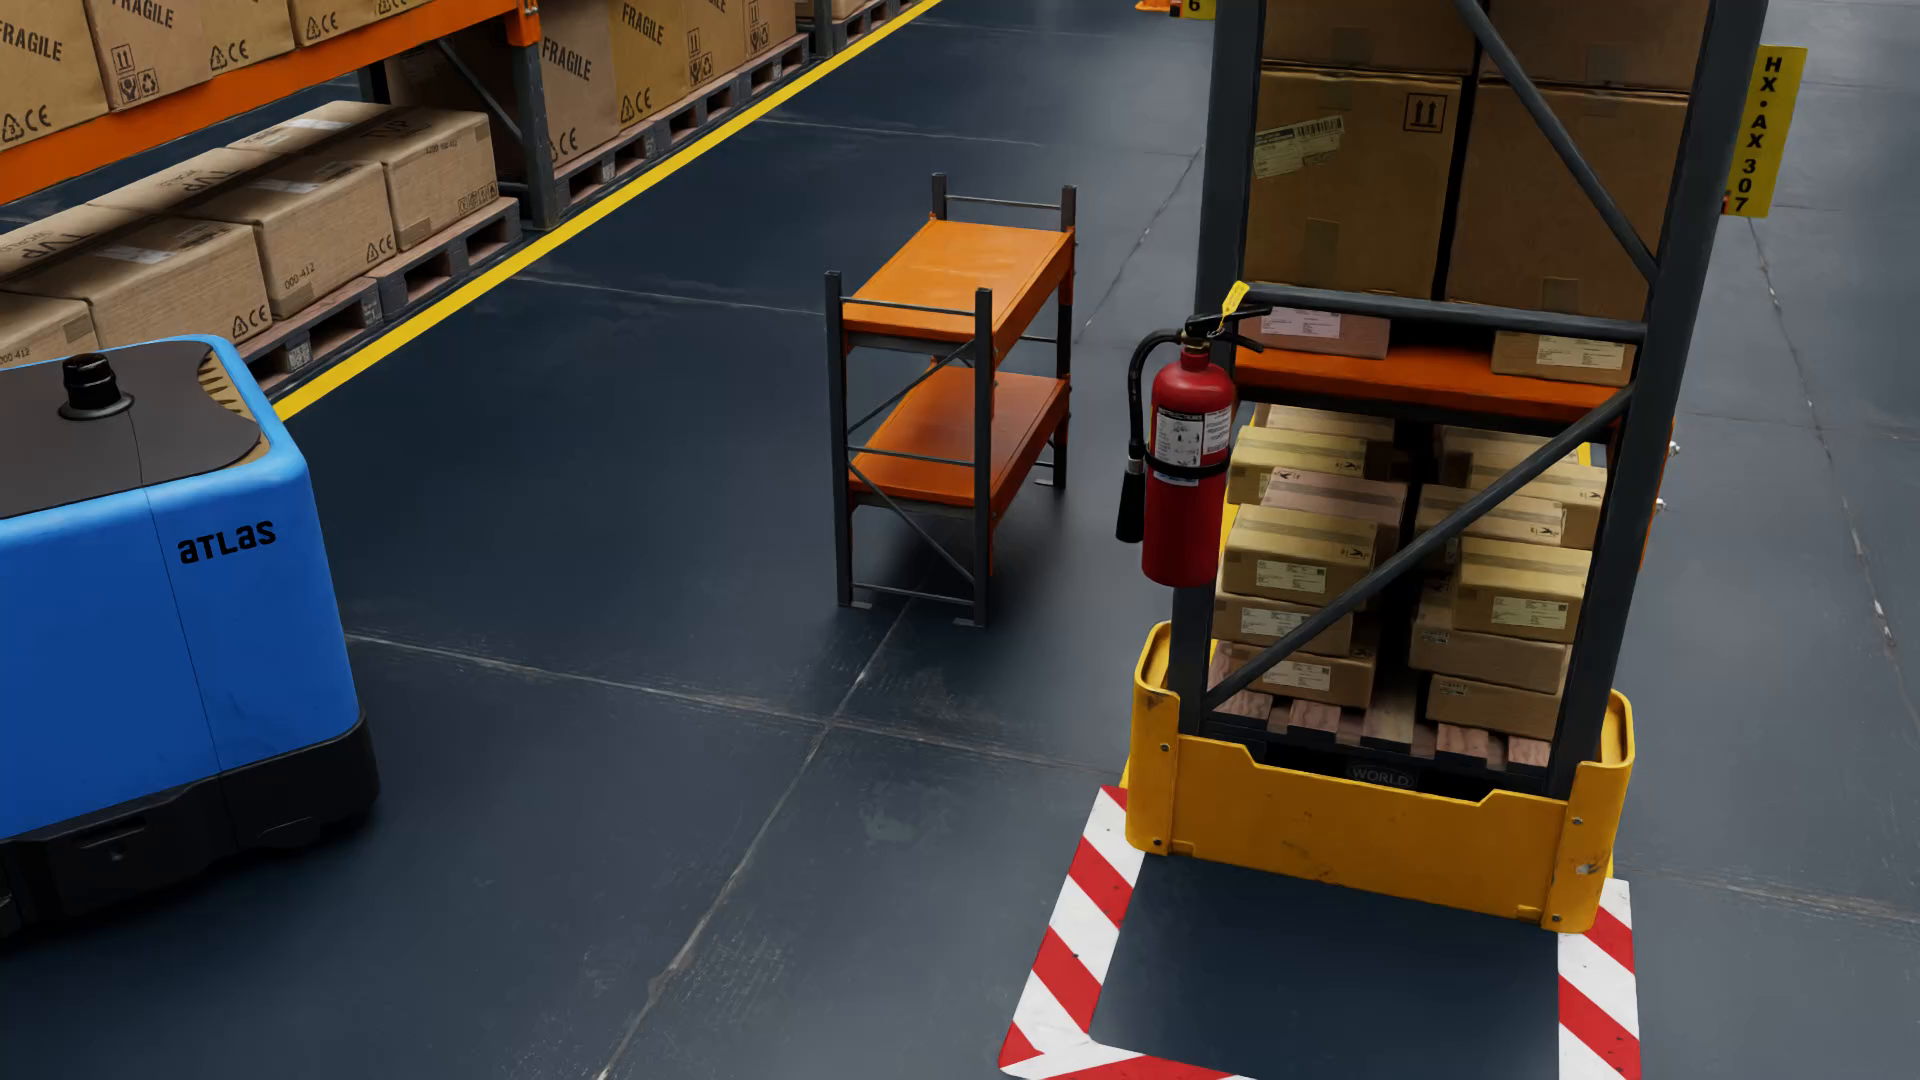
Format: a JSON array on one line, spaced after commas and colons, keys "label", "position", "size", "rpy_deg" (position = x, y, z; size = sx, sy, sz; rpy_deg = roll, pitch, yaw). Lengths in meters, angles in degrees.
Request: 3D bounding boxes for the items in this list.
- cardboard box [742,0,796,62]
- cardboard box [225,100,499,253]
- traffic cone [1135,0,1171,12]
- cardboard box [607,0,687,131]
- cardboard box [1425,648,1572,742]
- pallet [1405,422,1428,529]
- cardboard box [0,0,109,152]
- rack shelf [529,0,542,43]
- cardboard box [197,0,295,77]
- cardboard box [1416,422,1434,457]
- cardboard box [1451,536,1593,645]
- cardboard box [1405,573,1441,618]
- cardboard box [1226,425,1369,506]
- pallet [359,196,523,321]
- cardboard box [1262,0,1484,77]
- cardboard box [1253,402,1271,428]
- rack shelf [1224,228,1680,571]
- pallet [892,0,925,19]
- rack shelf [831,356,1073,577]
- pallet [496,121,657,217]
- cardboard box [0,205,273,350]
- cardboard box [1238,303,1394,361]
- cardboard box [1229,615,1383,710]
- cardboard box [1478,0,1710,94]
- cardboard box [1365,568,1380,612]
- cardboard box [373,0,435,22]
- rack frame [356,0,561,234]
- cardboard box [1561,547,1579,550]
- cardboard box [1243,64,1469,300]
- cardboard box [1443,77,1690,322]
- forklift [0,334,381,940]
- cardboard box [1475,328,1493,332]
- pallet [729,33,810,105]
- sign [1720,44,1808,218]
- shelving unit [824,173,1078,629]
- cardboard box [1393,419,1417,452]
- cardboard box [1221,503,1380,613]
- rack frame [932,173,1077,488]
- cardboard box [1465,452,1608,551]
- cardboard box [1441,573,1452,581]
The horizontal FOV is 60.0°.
[{"label": "cardboard box", "position": [-1.693, -3.798, 11.246], "size": [0.875, 0.875, 0.875], "rpy_deg": [8, 30, 14]}, {"label": "cardboard box", "position": [-2.872, -1.781, 8.069], "size": [0.875, 0.438, 0.875], "rpy_deg": [8, 30, 14]}, {"label": "traffic cone", "position": [1.609, -4.549, 13.451], "size": [0.336, 0.463, 0.334], "rpy_deg": [8, 30, 15]}, {"label": "cardboard box", "position": [-2.222, -2.969, 9.755], "size": [0.875, 0.875, 0.875], "rpy_deg": [9, 30, 16]}, {"label": "cardboard box", "position": [1.463, 0.389, 4.465], "size": [0.380, 0.149, 0.250], "rpy_deg": [9, 30, 16]}, {"label": "pallet", "position": [1.657, -0.229, 5.945], "size": [1.003, 0.211, 1.213], "rpy_deg": [8, 30, 15]}, {"label": "cardboard box", "position": [-3.222, -1.599, 5.436], "size": [0.500, 0.500, 0.500], "rpy_deg": [8, 30, 14]}, {"label": "rack shelf", "position": [-1.998, -3.608, 9.891], "size": [1.077, 0.370, 4.000], "rpy_deg": [8, 30, 15]}, {"label": "cardboard box", "position": [-2.924, -2.068, 6.279], "size": [0.500, 0.500, 0.500], "rpy_deg": [10, 30, 17]}, {"label": "cardboard box", "position": [1.730, -0.368, 5.520], "size": [0.380, 0.149, 0.250], "rpy_deg": [10, 31, 17]}, {"label": "cardboard box", "position": [1.481, 0.132, 4.315], "size": [0.380, 0.149, 0.250], "rpy_deg": [7, 30, 13]}, {"label": "cardboard box", "position": [1.527, 0.140, 4.914], "size": [0.380, 0.149, 0.250], "rpy_deg": [9, 30, 15]}, {"label": "cardboard box", "position": [0.999, -0.202, 4.916], "size": [0.380, 0.149, 0.250], "rpy_deg": [8, 30, 14]}, {"label": "pallet", "position": [-2.883, -1.433, 8.108], "size": [1.003, 0.211, 1.213], "rpy_deg": [8, 30, 15]}, {"label": "cardboard box", "position": [0.899, -1.334, 3.625], "size": [0.500, 0.500, 0.500], "rpy_deg": [8, 30, 14]}, {"label": "cardboard box", "position": [1.161, -0.446, 5.355], "size": [0.380, 0.149, 0.250], "rpy_deg": [10, 31, 17]}, {"label": "rack shelf", "position": [1.590, -1.090, 5.364], "size": [1.077, 0.370, 4.000], "rpy_deg": [8, 30, 15]}, {"label": "pallet", "position": [-0.820, -4.562, 13.733], "size": [1.003, 0.211, 1.213], "rpy_deg": [8, 30, 15]}, {"label": "rack shelf", "position": [-0.002, -0.275, 5.590], "size": [0.538, 0.278, 1.000], "rpy_deg": [8, 30, 15]}, {"label": "pallet", "position": [-2.430, -2.144, 9.387], "size": [1.003, 0.211, 1.213], "rpy_deg": [8, 30, 15]}, {"label": "cardboard box", "position": [-3.400, -0.946, 6.568], "size": [0.875, 0.438, 0.875], "rpy_deg": [9, 30, 16]}, {"label": "cardboard box", "position": [0.828, -0.557, 3.924], "size": [0.380, 0.149, 0.250], "rpy_deg": [9, 30, 15]}, {"label": "cardboard box", "position": [0.958, 0.313, 4.603], "size": [0.380, 0.149, 0.250], "rpy_deg": [9, 30, 16]}, {"label": "cardboard box", "position": [1.388, -1.256, 3.486], "size": [0.500, 0.500, 0.500], "rpy_deg": [8, 30, 15]}, {"label": "cardboard box", "position": [1.013, 0.057, 4.756], "size": [0.380, 0.149, 0.250], "rpy_deg": [8, 30, 14]}, {"label": "cardboard box", "position": [-2.622, -2.545, 7.137], "size": [0.500, 0.500, 0.500], "rpy_deg": [8, 30, 14]}, {"label": "rack frame", "position": [-2.585, -2.993, 8.045], "size": [1.000, 3.000, 0.127], "rpy_deg": [8, 30, 15]}, {"label": "cardboard box", "position": [1.703, -0.099, 5.037], "size": [0.380, 0.149, 0.250], "rpy_deg": [9, 30, 16]}, {"label": "cardboard box", "position": [0.889, -0.894, 3.863], "size": [0.500, 0.500, 0.500], "rpy_deg": [9, 30, 16]}, {"label": "cardboard box", "position": [1.399, -0.818, 3.726], "size": [0.500, 0.500, 0.500], "rpy_deg": [10, 31, 17]}, {"label": "forklift", "position": [-3.055, -0.354, 3.371], "size": [3.031, 2.935, 1.130], "rpy_deg": [-17, 33, -28]}, {"label": "cardboard box", "position": [1.446, -0.593, 3.989], "size": [0.380, 0.149, 0.250], "rpy_deg": [10, 30, 17]}, {"label": "pallet", "position": [-1.714, -3.278, 11.425], "size": [1.003, 0.211, 1.213], "rpy_deg": [8, 30, 15]}, {"label": "sign", "position": [1.521, -0.776, 3.169], "size": [0.100, 0.325, 0.005], "rpy_deg": [8, 30, 15]}, {"label": "shelving unit", "position": [-0.002, -0.488, 5.471], "size": [0.538, 1.125, 1.048], "rpy_deg": [8, 30, 15]}, {"label": "cardboard box", "position": [1.417, -0.407, 5.896], "size": [0.380, 0.149, 0.250], "rpy_deg": [9, 30, 16]}, {"label": "cardboard box", "position": [0.916, 0.045, 4.472], "size": [0.380, 0.149, 0.250], "rpy_deg": [9, 30, 15]}, {"label": "rack frame", "position": [0.147, -0.725, 5.896], "size": [0.500, 1.125, 0.032], "rpy_deg": [8, 30, 15]}, {"label": "cardboard box", "position": [1.644, -0.112, 4.754], "size": [0.380, 0.149, 0.250], "rpy_deg": [8, 30, 15]}, {"label": "cardboard box", "position": [1.536, 0.131, 4.623], "size": [0.380, 0.149, 0.250], "rpy_deg": [8, 30, 15]}]
